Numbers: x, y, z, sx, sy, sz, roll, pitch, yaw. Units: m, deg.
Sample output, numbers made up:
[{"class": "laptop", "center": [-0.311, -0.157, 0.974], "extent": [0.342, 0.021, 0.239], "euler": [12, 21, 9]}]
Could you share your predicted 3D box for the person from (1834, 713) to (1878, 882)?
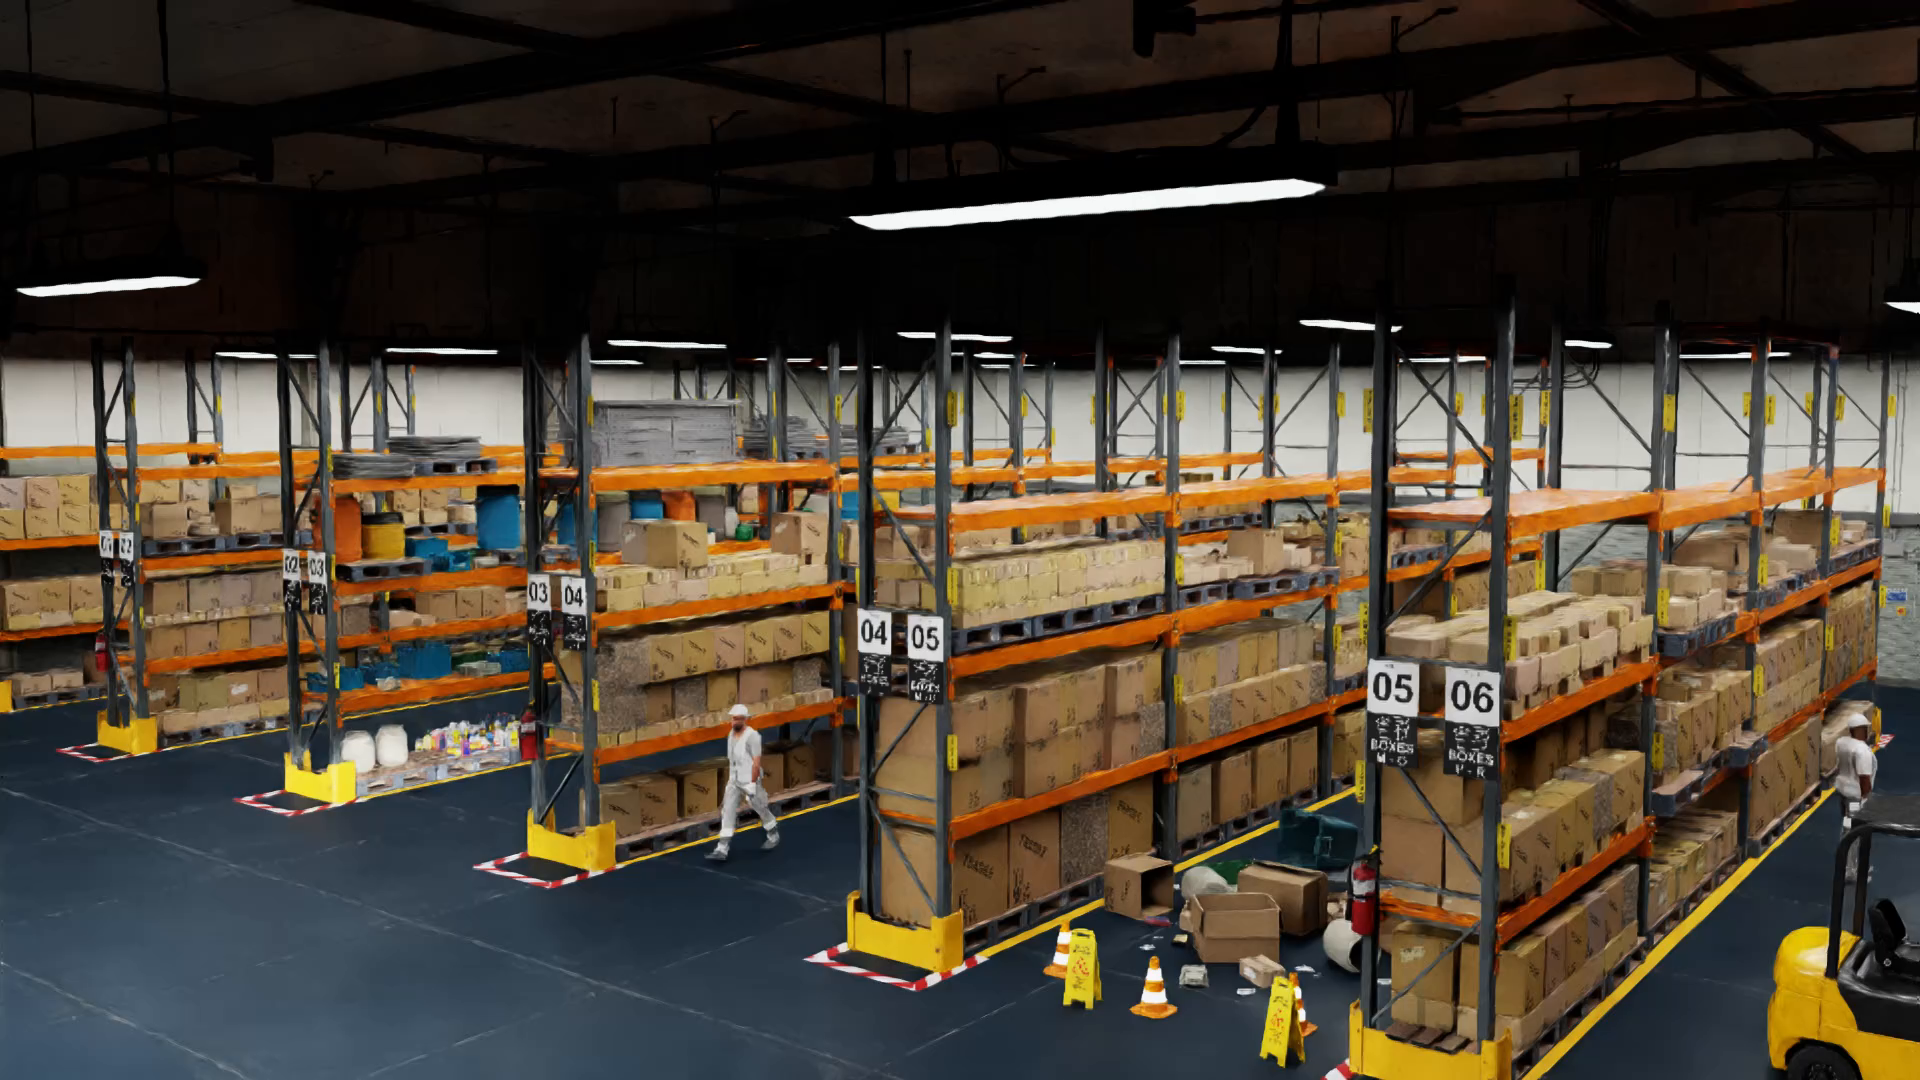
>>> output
[{"class": "person", "center": [9.598, 2.723, 17.748], "extent": [0.452, 1.768, 0.632], "euler": [1, 5, 6]}]

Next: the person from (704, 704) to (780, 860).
[{"class": "person", "center": [-2.418, 2.684, 18.570], "extent": [0.567, 1.736, 1.044], "euler": [4, 6, 36]}]
